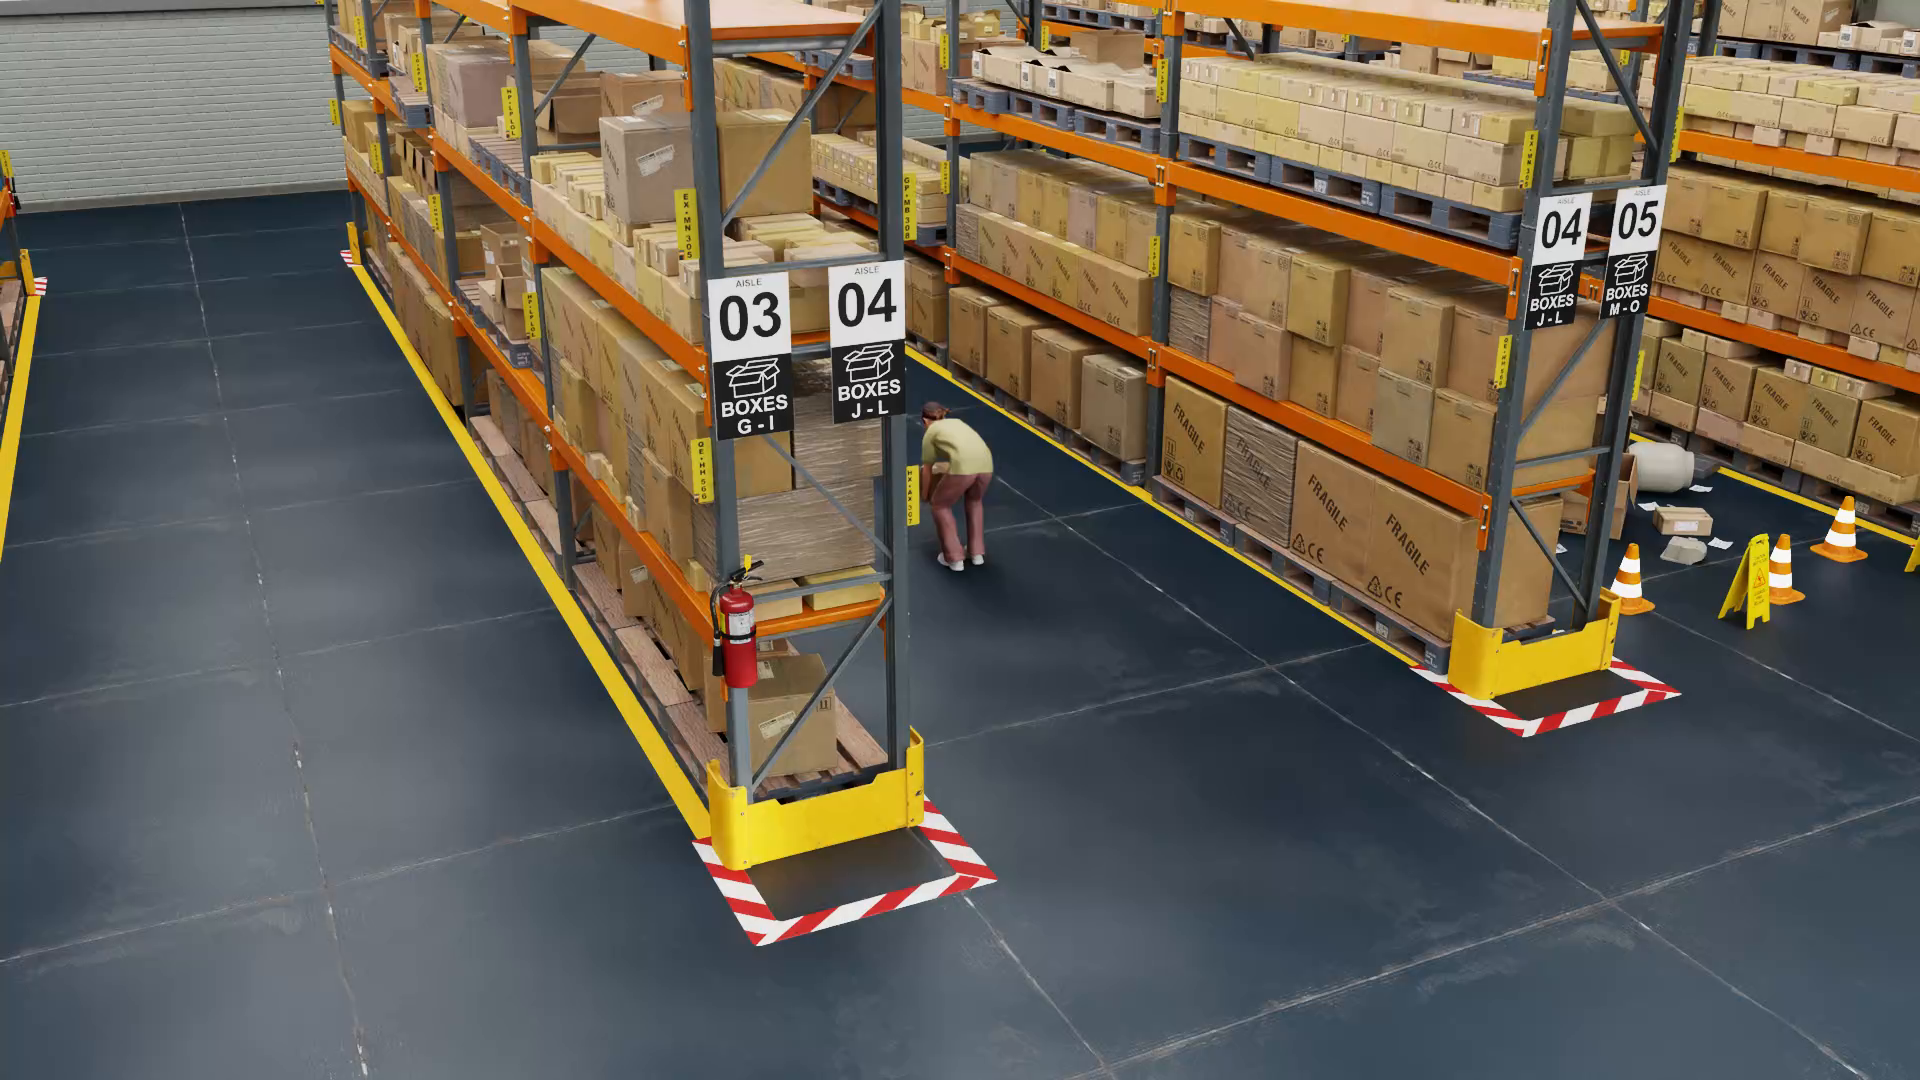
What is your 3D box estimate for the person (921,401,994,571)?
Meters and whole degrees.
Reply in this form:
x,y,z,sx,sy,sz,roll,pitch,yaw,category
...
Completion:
x,y,z,sx,sy,sz,roll,pitch,yaw,category
-0.059,-0.420,12.713,0.435,1.162,0.849,-11,25,-26,person
